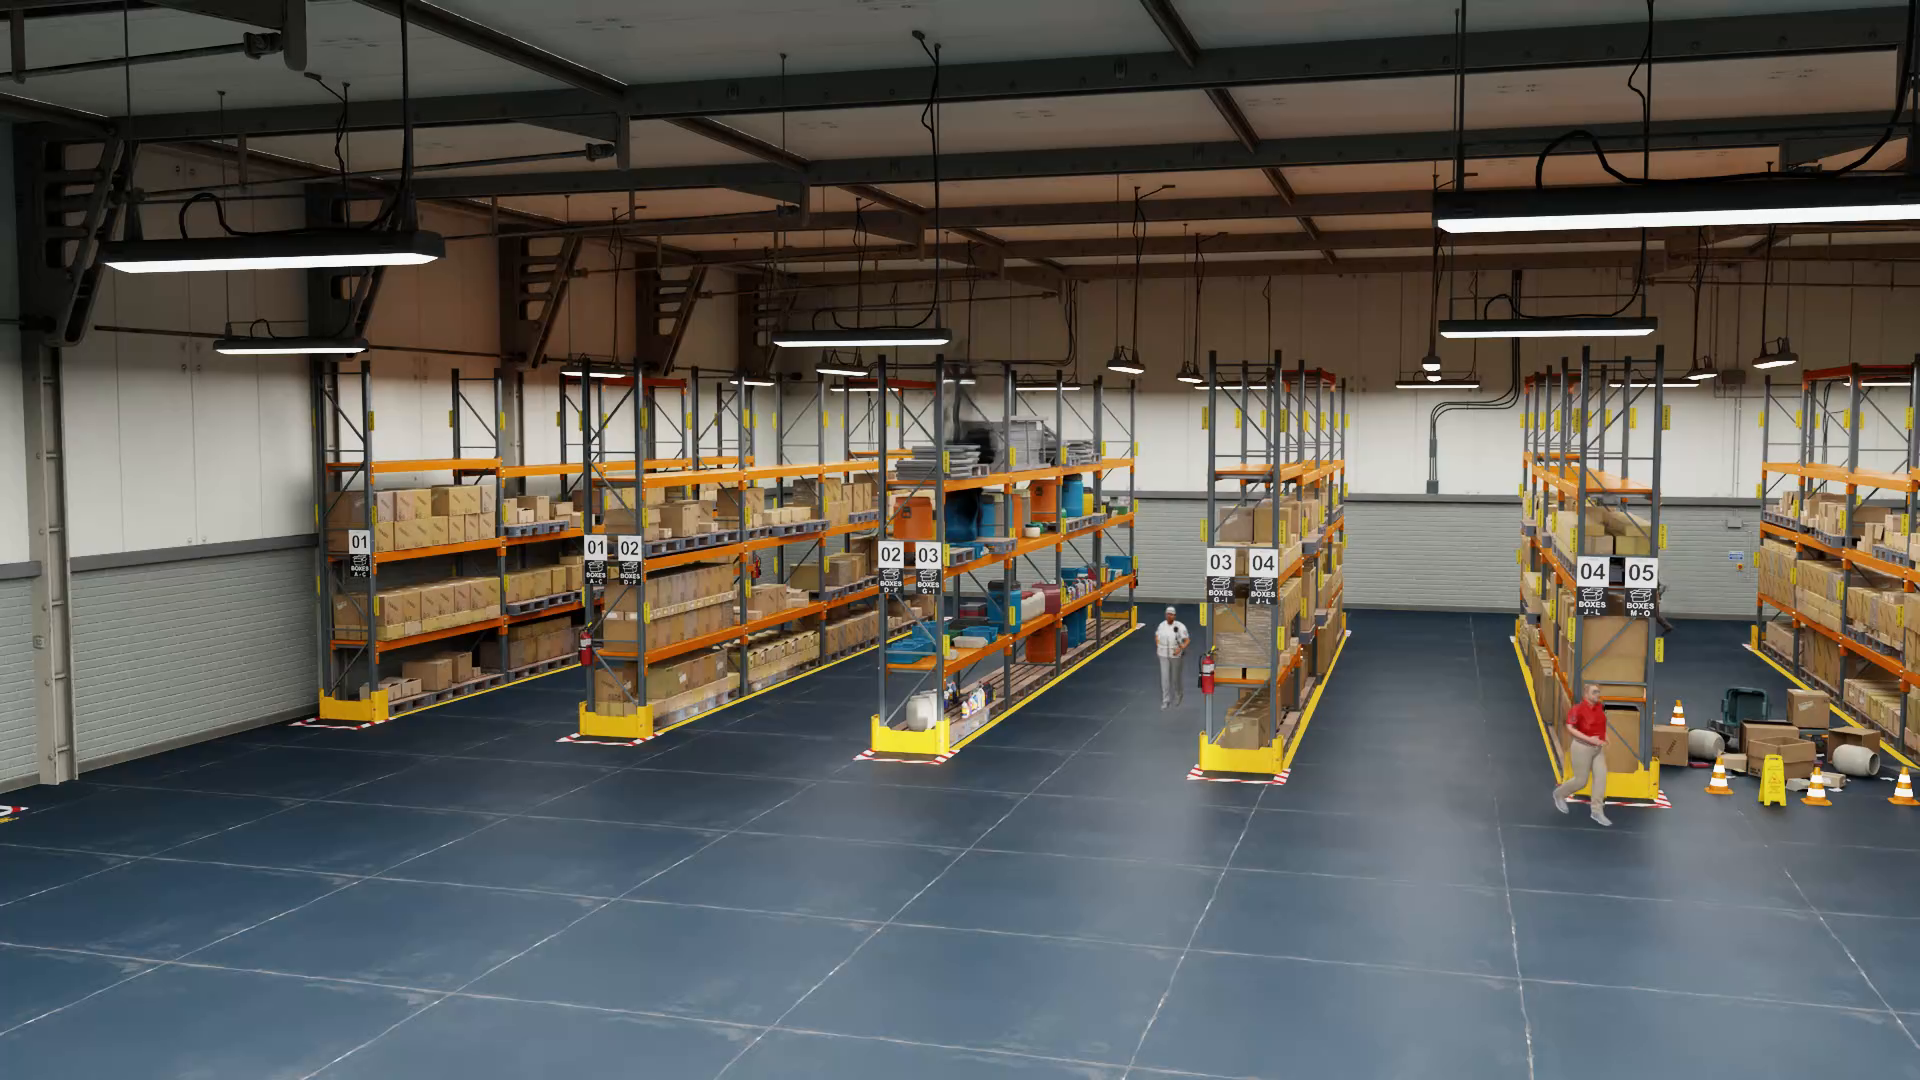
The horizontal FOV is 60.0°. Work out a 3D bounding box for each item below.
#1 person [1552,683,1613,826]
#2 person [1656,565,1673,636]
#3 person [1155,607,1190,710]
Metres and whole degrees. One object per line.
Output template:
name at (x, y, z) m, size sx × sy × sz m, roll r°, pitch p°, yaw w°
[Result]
person at (7.867, 2.663, 20.897) m, size 0.687 × 1.748 × 0.834 m, roll -2°, pitch 5°, yaw -26°
person at (15.859, 1.397, 38.087) m, size 0.956 × 1.719 × 0.651 m, roll 1°, pitch 4°, yaw 17°
person at (3.479, 1.940, 27.408) m, size 0.615 × 1.686 × 0.762 m, roll 2°, pitch 4°, yaw 21°
